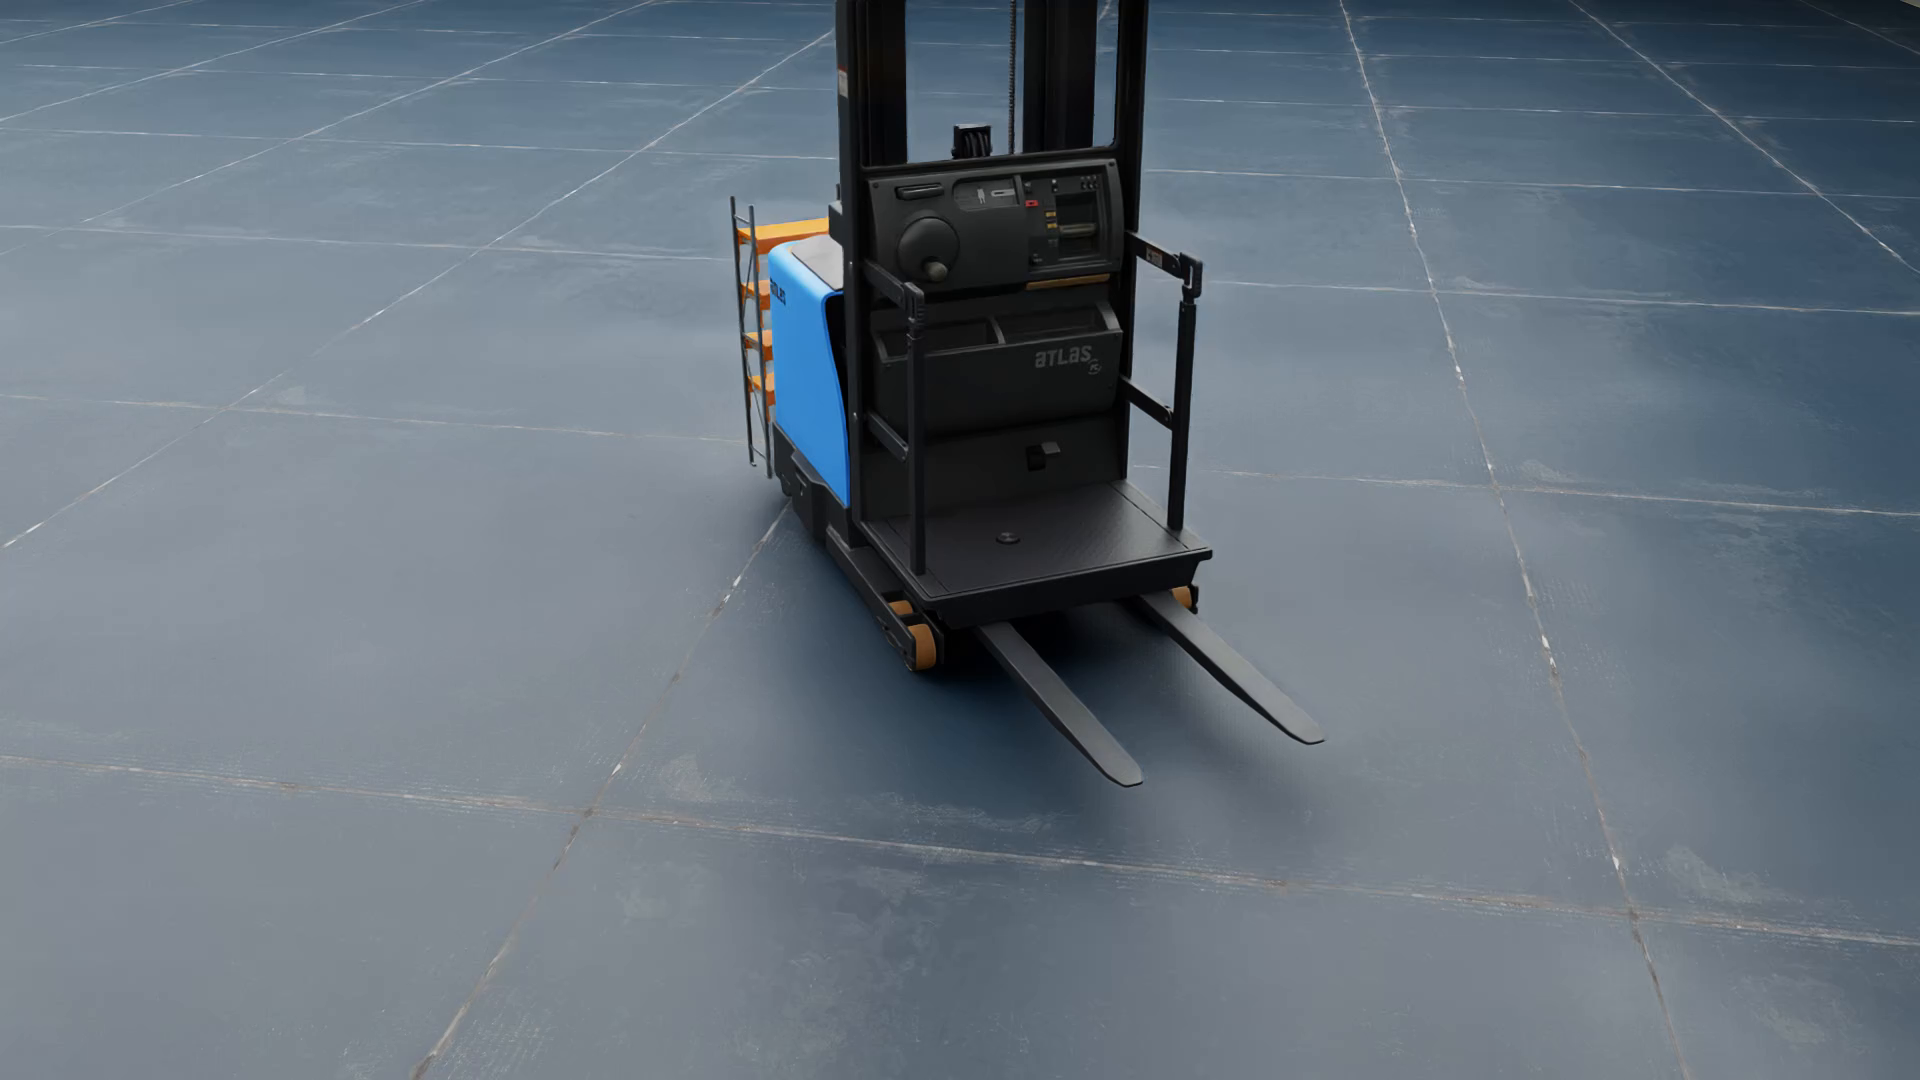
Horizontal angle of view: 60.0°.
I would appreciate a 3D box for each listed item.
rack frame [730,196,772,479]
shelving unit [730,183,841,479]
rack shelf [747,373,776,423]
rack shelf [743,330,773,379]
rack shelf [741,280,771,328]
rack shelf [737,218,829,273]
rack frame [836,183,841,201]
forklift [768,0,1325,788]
[{"bbox_3d":[-0.899,-0.861,7.161,0.015,1.200,0.240,-13,25,-25],"label":"rack frame"},{"bbox_3d":[-0.683,-0.909,7.264,0.503,1.200,0.258,-13,25,-25],"label":"shelving unit"},{"bbox_3d":[-0.678,-0.664,7.367,0.480,0.148,0.258,-13,25,-25],"label":"rack shelf"},{"bbox_3d":[-0.681,-0.847,7.290,0.480,0.148,0.258,-13,25,-25],"label":"rack shelf"},{"bbox_3d":[-0.686,-1.053,7.203,0.480,0.148,0.258,-13,25,-25],"label":"rack shelf"},{"bbox_3d":[-0.690,-1.271,7.111,0.480,0.148,0.258,-13,25,-25],"label":"rack shelf"},{"bbox_3d":[-0.467,-0.957,7.367,0.015,1.200,0.240,-13,25,-25],"label":"rack frame"},{"bbox_3d":[0.216,-1.073,5.585,1.130,2.935,3.031,-10,27,-20],"label":"forklift"}]
